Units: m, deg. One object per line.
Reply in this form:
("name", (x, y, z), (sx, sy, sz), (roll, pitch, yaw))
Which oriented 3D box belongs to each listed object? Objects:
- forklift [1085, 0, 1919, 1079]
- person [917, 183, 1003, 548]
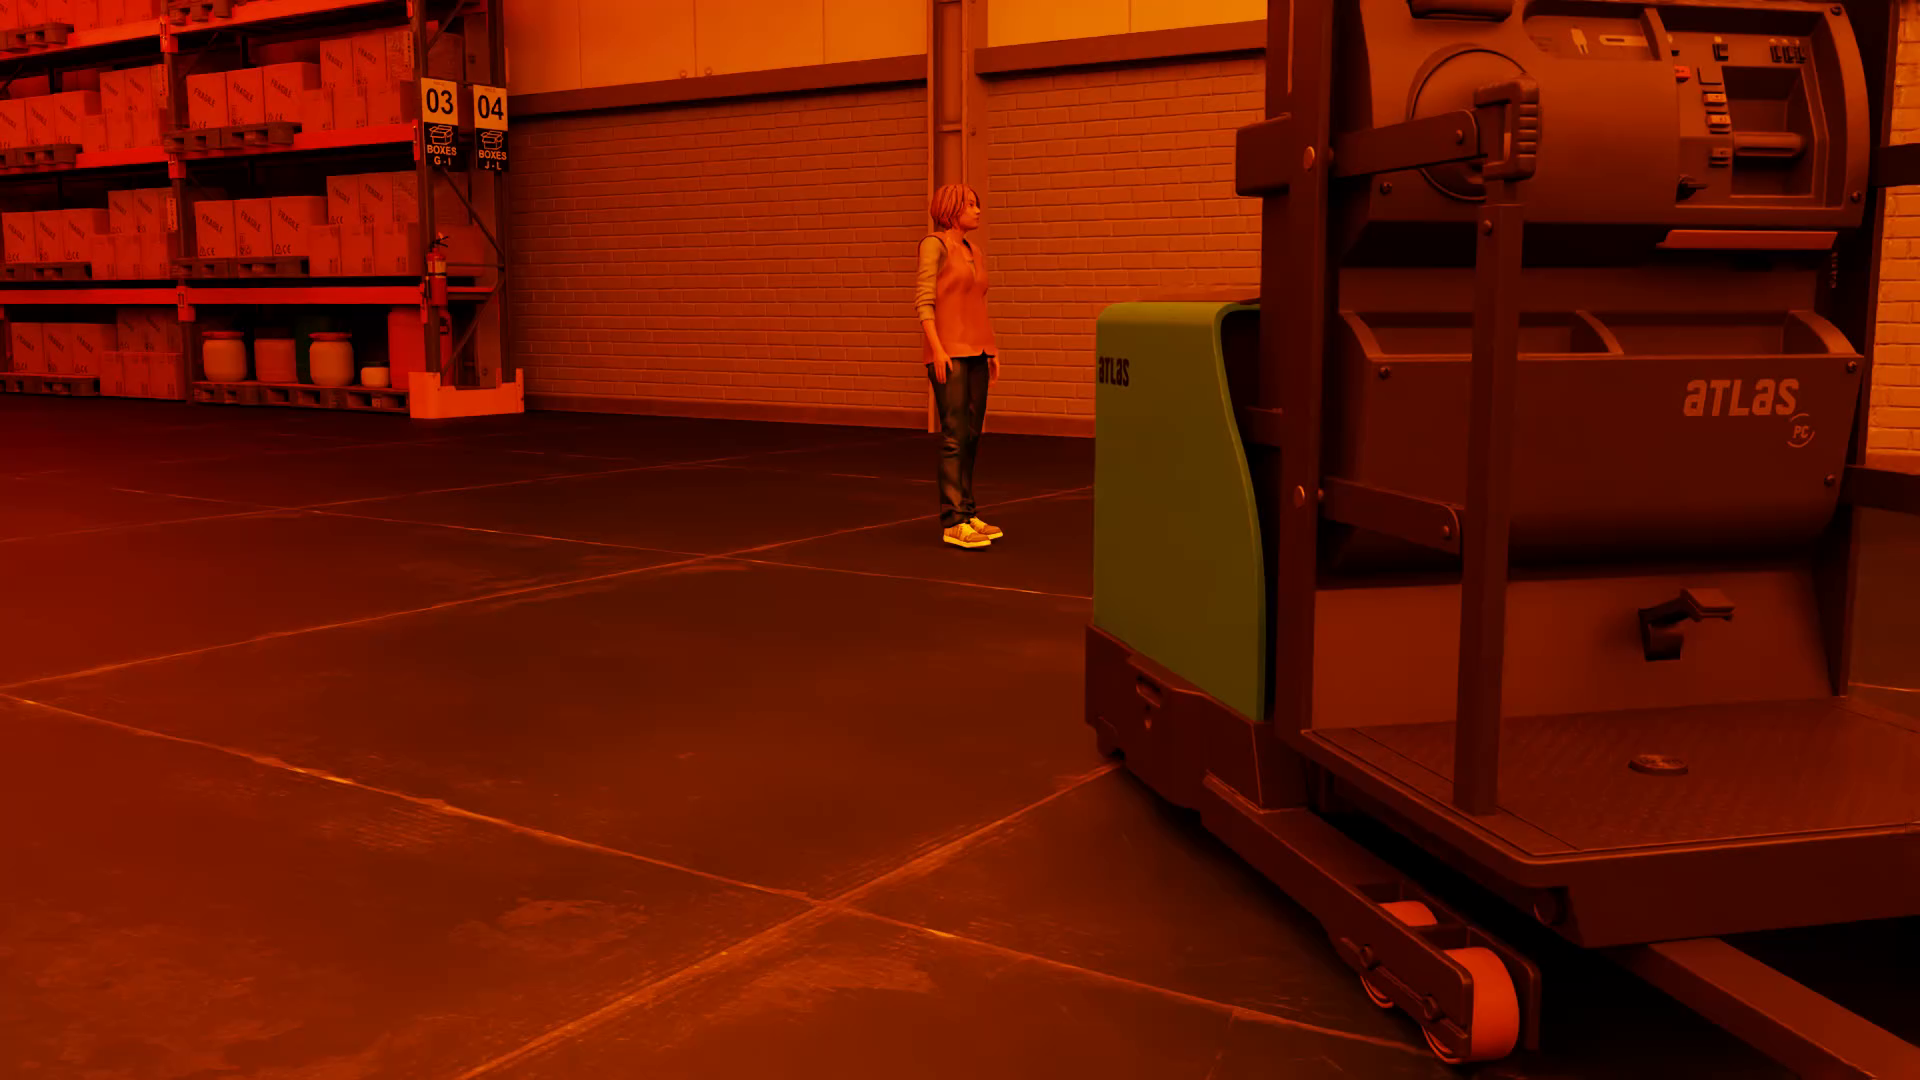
("forklift", (1.144, -0.764, 2.565), (1.130, 2.935, 3.031), (-2, 8, -13))
("person", (0.052, -0.790, 7.434), (0.473, 1.599, 0.513), (5, 10, 34))
